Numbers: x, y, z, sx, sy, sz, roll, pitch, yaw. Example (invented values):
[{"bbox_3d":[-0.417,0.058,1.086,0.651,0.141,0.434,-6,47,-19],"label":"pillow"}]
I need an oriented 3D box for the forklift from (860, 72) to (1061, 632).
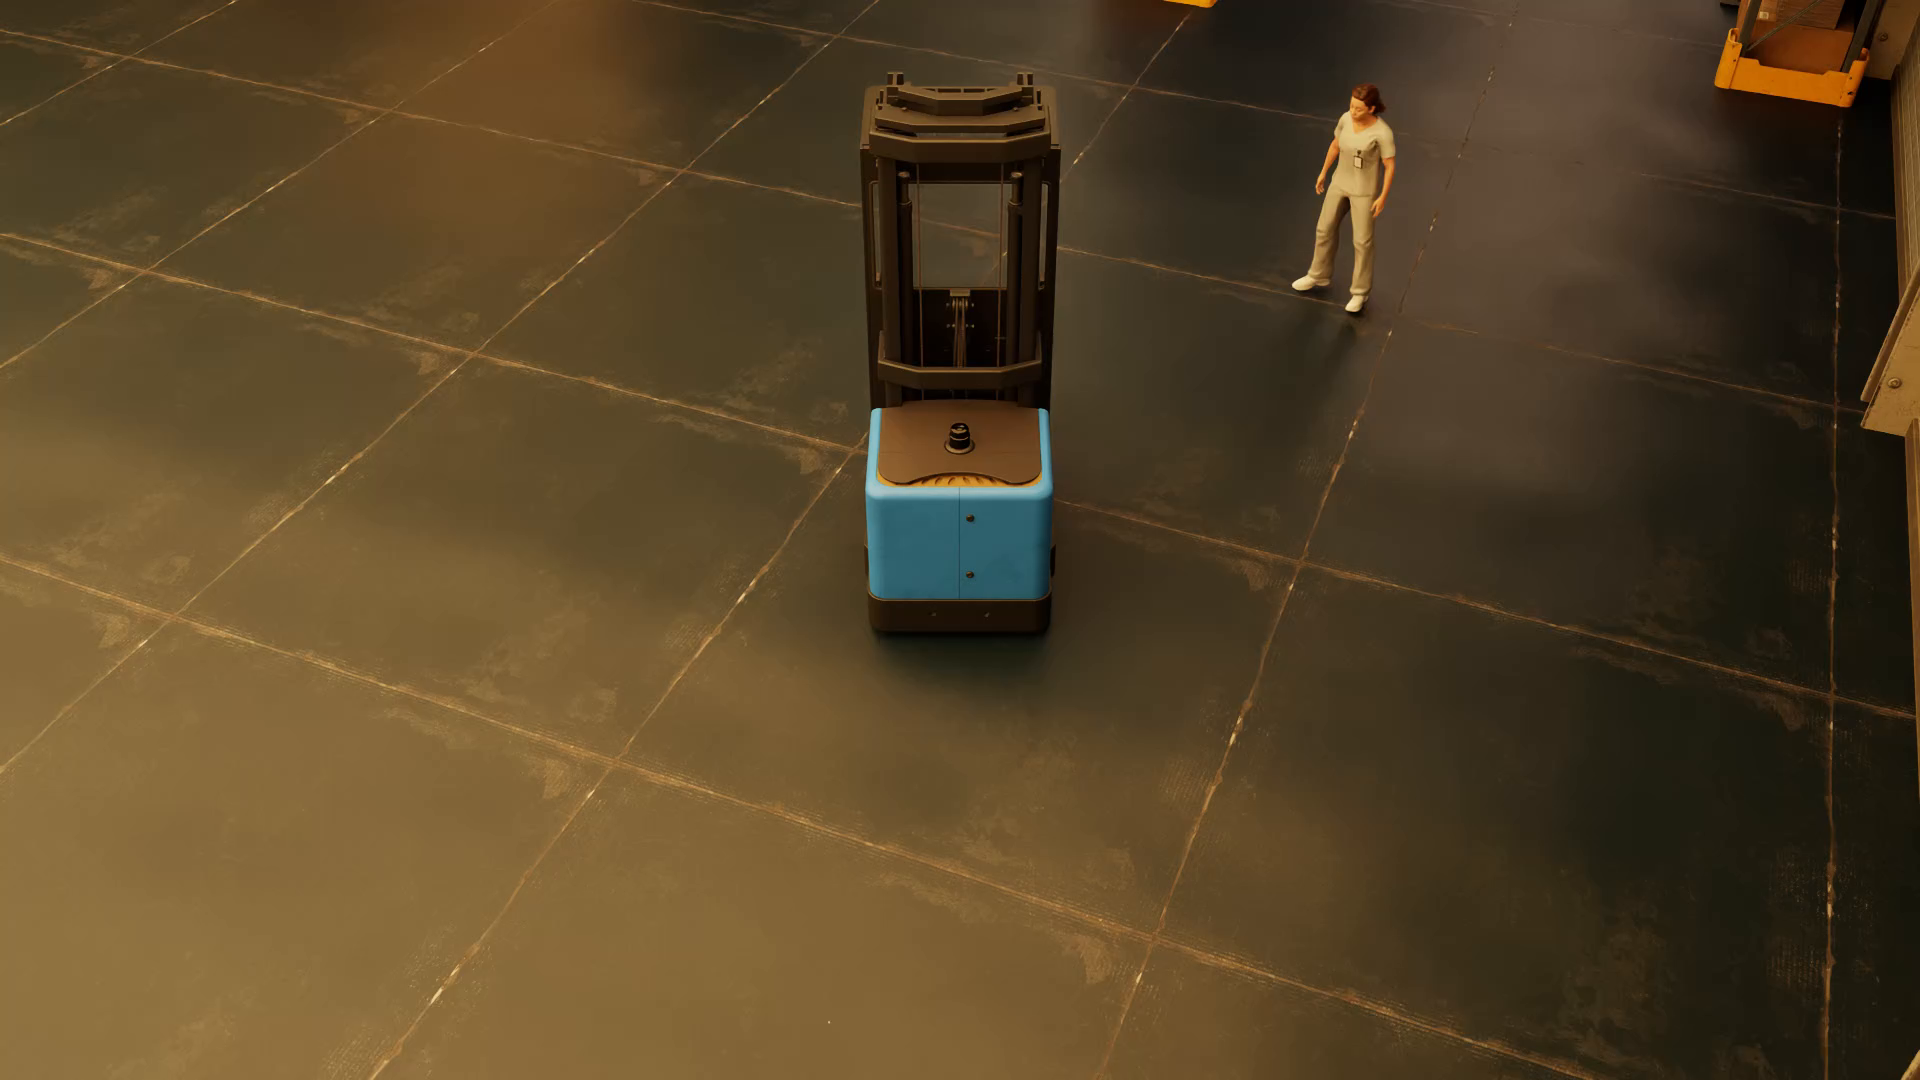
[{"bbox_3d":[0.002,-1.515,9.816,1.130,2.935,3.031,0,40,0],"label":"forklift"}]

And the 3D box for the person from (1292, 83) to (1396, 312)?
[{"bbox_3d":[2.803,-2.492,11.903,0.392,1.678,0.568,-31,49,-31],"label":"person"}]
